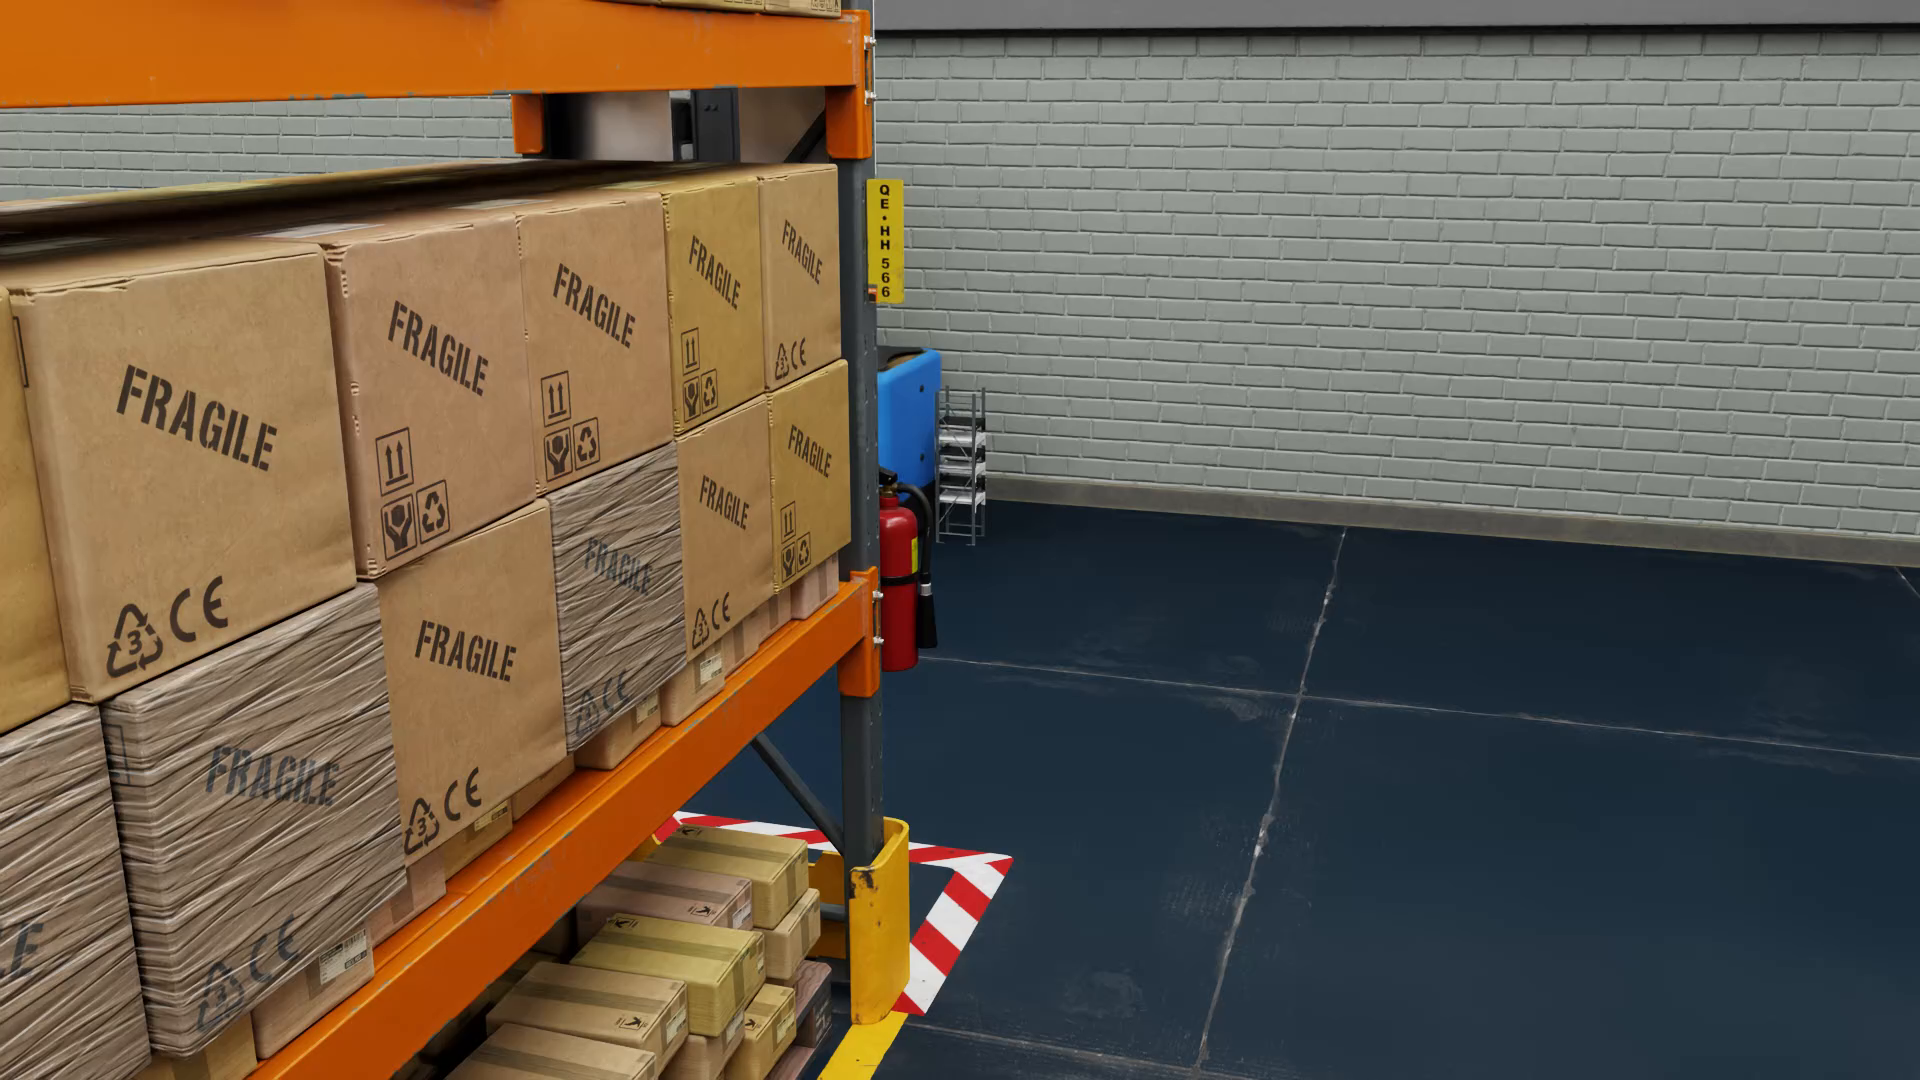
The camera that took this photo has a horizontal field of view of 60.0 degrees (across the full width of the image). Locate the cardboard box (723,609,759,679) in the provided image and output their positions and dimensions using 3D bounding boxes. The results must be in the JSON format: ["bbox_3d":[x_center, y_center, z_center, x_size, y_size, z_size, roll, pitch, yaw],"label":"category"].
[{"bbox_3d":[-0.710,0.222,4.011,0.380,0.149,0.250,4,16,15],"label":"cardboard box"}]

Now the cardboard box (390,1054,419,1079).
[{"bbox_3d":[-1.436,1.139,3.680,0.380,0.149,0.250,5,17,18],"label":"cardboard box"}]

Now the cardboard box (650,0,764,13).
[{"bbox_3d":[-0.738,-1.233,3.456,0.500,0.250,0.500,5,16,16],"label":"cardboard box"}]

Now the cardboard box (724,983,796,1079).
[{"bbox_3d":[-0.650,1.263,4.334,0.380,0.149,0.250,5,17,18],"label":"cardboard box"}]

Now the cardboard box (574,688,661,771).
[{"bbox_3d":[-0.863,0.357,3.534,0.380,0.149,0.250,4,16,13],"label":"cardboard box"}]

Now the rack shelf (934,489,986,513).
[{"bbox_3d":[0.002,-0.230,9.772,0.258,0.077,0.200,5,16,16],"label":"rack shelf"}]

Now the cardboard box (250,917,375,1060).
[{"bbox_3d":[-1.140,0.635,2.554,0.380,0.149,0.250,5,17,18],"label":"cardboard box"}]

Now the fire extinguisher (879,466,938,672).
[{"bbox_3d":[-0.211,0.051,4.977,0.296,0.674,0.183,5,16,16],"label":"fire extinguisher"}]

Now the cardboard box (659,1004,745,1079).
[{"bbox_3d":[-0.747,1.187,4.056,0.380,0.149,0.250,4,16,14],"label":"cardboard box"}]

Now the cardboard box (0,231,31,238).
[{"bbox_3d":[-1.686,-0.173,2.383,0.500,0.500,0.500,5,17,17],"label":"cardboard box"}]

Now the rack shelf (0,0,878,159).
[{"bbox_3d":[-1.293,-0.709,2.653,1.077,0.370,4.000,5,16,16],"label":"rack shelf"}]

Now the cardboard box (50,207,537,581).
[{"bbox_3d":[-1.047,-0.261,2.690,0.500,0.500,0.500,4,16,14],"label":"cardboard box"}]

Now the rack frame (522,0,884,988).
[{"bbox_3d":[-0.725,-0.135,4.809,1.000,3.000,0.127,5,16,16],"label":"rack frame"}]

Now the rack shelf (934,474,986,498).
[{"bbox_3d":[0.002,-0.316,9.748,0.258,0.077,0.200,5,16,16],"label":"rack shelf"}]

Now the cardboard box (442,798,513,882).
[{"bbox_3d":[-1.057,0.494,3.052,0.380,0.149,0.250,5,17,17],"label":"cardboard box"}]

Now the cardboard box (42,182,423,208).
[{"bbox_3d":[-1.413,-0.444,3.336,0.500,0.500,0.500,4,16,15],"label":"cardboard box"}]

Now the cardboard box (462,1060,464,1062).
[{"bbox_3d":[-1.418,1.345,4.045,0.380,0.149,0.250,5,17,17],"label":"cardboard box"}]

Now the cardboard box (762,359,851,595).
[{"bbox_3d":[-0.606,-0.189,4.270,0.500,0.500,0.500,5,17,17],"label":"cardboard box"}]

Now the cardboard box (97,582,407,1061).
[{"bbox_3d":[-1.168,0.351,2.367,0.500,0.500,0.500,4,16,15],"label":"cardboard box"}]

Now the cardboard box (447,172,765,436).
[{"bbox_3d":[-0.760,-0.536,3.661,0.500,0.500,0.500,4,16,14],"label":"cardboard box"}]

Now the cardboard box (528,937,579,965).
[{"bbox_3d":[-1.252,1.076,4.450,0.380,0.149,0.250,5,16,16],"label":"cardboard box"}]

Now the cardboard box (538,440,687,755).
[{"bbox_3d":[-0.892,0.079,3.326,0.500,0.500,0.500,5,16,16],"label":"cardboard box"}]

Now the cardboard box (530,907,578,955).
[{"bbox_3d":[-1.162,0.940,4.382,0.380,0.149,0.250,5,17,17],"label":"cardboard box"}]

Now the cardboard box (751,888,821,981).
[{"bbox_3d":[-0.601,1.051,4.536,0.380,0.149,0.250,4,16,14],"label":"cardboard box"}]

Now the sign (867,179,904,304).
[{"bbox_3d":[-0.198,-0.796,4.438,0.100,0.325,0.005,5,16,16],"label":"sign"}]

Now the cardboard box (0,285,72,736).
[{"bbox_3d":[-1.367,0.003,1.761,0.500,0.500,0.500,4,16,14],"label":"cardboard box"}]

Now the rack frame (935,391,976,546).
[{"bbox_3d":[-0.027,-0.408,9.620,0.240,0.900,0.006,5,16,16],"label":"rack frame"}]

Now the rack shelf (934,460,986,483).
[{"bbox_3d":[0.002,-0.403,9.723,0.258,0.077,0.200,5,16,16],"label":"rack shelf"}]

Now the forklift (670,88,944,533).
[{"bbox_3d":[-1.672,-1.522,9.826,3.031,2.935,1.130,5,17,17],"label":"forklift"}]

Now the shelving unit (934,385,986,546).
[{"bbox_3d":[0.002,-0.435,9.714,0.258,0.900,0.210,5,16,16],"label":"shelving unit"}]

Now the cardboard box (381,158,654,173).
[{"bbox_3d":[-1.107,-0.711,4.277,0.500,0.500,0.500,5,16,16],"label":"cardboard box"}]

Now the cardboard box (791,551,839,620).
[{"bbox_3d":[-0.546,0.093,4.466,0.380,0.149,0.250,5,16,16],"label":"cardboard box"}]

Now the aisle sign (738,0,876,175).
[{"bbox_3d":[-0.416,-1.382,4.440,0.394,0.787,0.004,5,16,16],"label":"aisle sign"}]

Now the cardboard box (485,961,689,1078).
[{"bbox_3d":[-0.845,1.108,3.791,0.380,0.149,0.250,4,16,14],"label":"cardboard box"}]

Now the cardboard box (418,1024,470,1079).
[{"bbox_3d":[-1.413,1.205,3.993,0.380,0.149,0.250,5,17,18],"label":"cardboard box"}]

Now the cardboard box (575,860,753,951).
[{"bbox_3d":[-0.759,0.967,4.286,0.380,0.149,0.250,5,17,17],"label":"cardboard box"}]
